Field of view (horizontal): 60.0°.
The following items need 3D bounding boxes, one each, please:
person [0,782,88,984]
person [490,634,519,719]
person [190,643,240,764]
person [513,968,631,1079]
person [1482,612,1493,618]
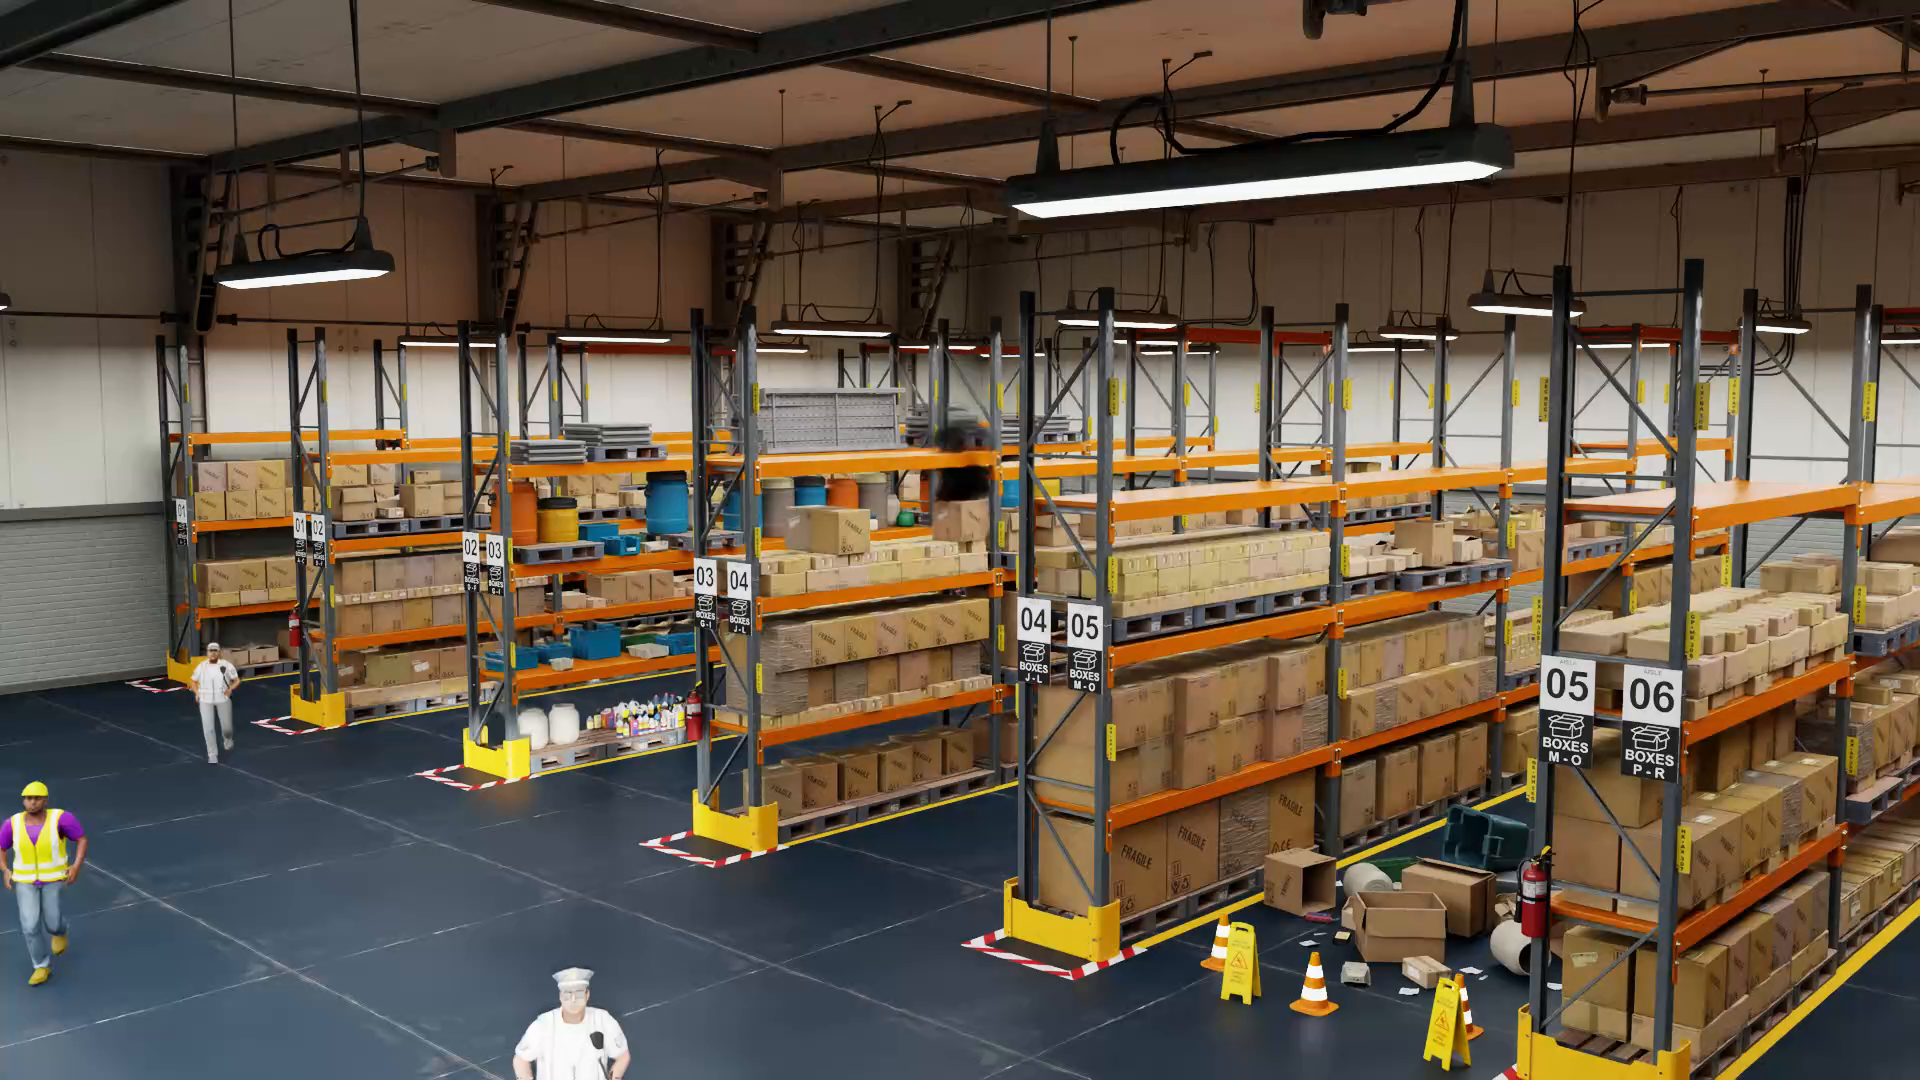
[{"bbox_3d":[-8.031,2.946,14.554,0.727,1.727,0.666,-2,6,-22],"label":"person"},{"bbox_3d":[-6.609,2.116,24.171,0.522,1.559,0.535,4,7,39],"label":"person"},{"bbox_3d":[-10.228,2.217,22.837,0.638,1.625,0.661,-2,6,-20],"label":"person"},{"bbox_3d":[-2.299,3.372,9.910,0.679,1.734,0.622,-2,6,-18],"label":"person"},{"bbox_3d":[7.981,1.939,25.298,0.561,1.697,0.857,4,7,40],"label":"person"}]
